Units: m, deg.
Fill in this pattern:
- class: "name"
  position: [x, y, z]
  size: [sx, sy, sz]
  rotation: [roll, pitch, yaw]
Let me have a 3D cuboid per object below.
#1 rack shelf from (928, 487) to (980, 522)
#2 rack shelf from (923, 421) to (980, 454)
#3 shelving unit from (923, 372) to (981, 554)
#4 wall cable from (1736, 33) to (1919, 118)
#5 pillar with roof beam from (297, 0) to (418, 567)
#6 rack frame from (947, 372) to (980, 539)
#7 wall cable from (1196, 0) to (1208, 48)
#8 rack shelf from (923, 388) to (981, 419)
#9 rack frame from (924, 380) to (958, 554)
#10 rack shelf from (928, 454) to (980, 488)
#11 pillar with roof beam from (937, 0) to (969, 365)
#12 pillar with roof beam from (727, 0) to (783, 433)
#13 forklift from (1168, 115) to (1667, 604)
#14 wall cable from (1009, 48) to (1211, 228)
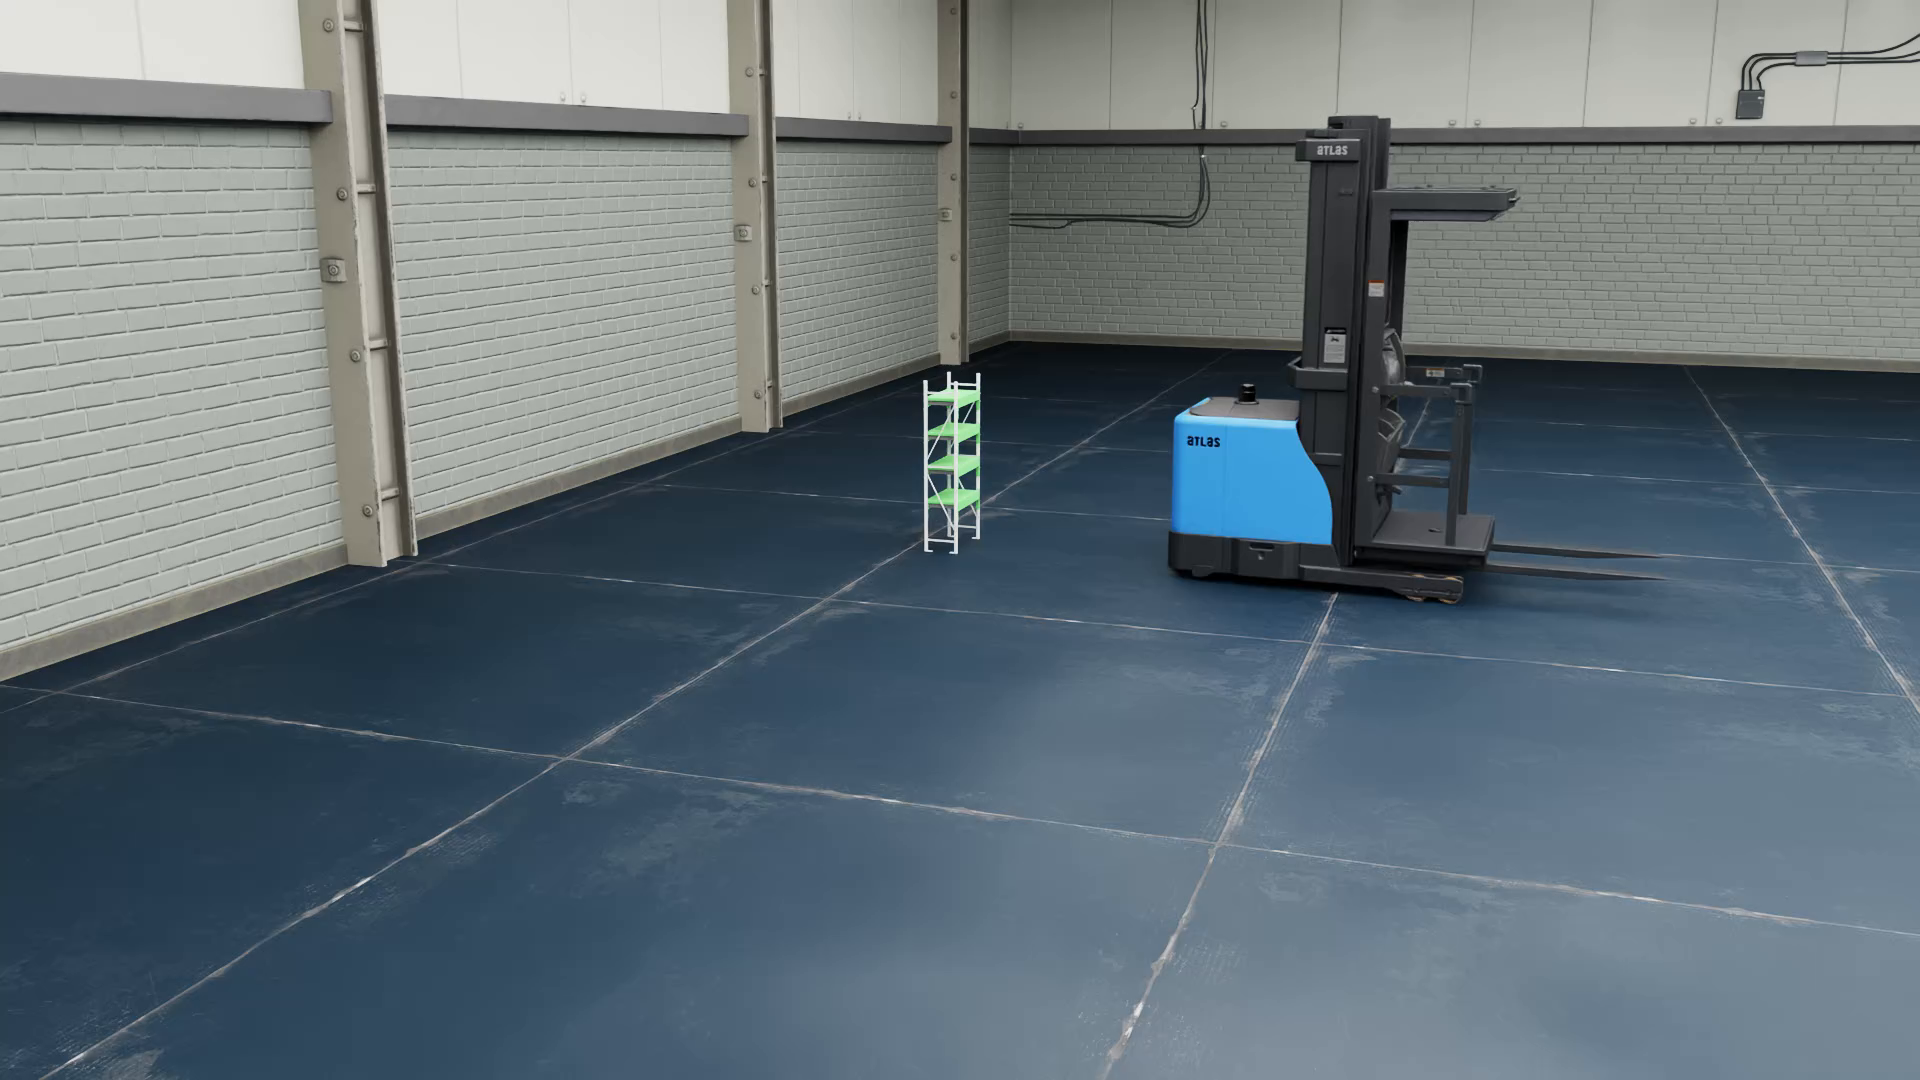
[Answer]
- class: "rack shelf"
  position: [-0.054, -0.254, 11.769]
  size: [0.258, 0.148, 0.480]
  rotation: [4, 14, 18]
- class: "rack shelf"
  position: [-0.054, -0.722, 11.662]
  size: [0.258, 0.148, 0.480]
  rotation: [4, 14, 18]
- class: "shelving unit"
  position: [-0.054, -0.550, 11.702]
  size: [0.258, 1.200, 0.503]
  rotation: [4, 14, 18]
- class: "wall cable"
  position: [11.095, -8.280, 20.400]
  size: [2.305, 6.003, 0.169]
  rotation: [4, 14, 18]
- class: "pillar with roof beam"
  position: [0.103, -3.947, 9.059]
  size: [9.100, 9.000, 0.400]
  rotation: [4, 14, 18]
- class: "rack frame"
  position: [0.025, -0.601, 11.927]
  size: [0.240, 1.200, 0.015]
  rotation: [4, 14, 18]
- class: "wall cable"
  position: [4.677, -8.062, 22.717]
  size: [3.097, 2.526, 0.112]
  rotation: [4, 14, 18]
- class: "rack shelf"
  position: [-0.054, -0.956, 11.609]
  size: [0.258, 0.148, 0.480]
  rotation: [4, 14, 18]
- class: "rack frame"
  position: [-0.132, -0.499, 11.477]
  size: [0.240, 1.200, 0.015]
  rotation: [4, 14, 18]
- class: "rack shelf"
  position: [-0.054, -0.488, 11.716]
  size: [0.258, 0.148, 0.480]
  rotation: [4, 14, 18]
- class: "pillar with roof beam"
  position: [3.986, -6.474, 20.129]
  size: [9.100, 9.000, 0.400]
  rotation: [4, 14, 18]
- class: "pillar with roof beam"
  position: [2.045, -5.211, 14.594]
  size: [9.100, 9.000, 0.400]
  rotation: [4, 14, 18]
- class: "forklift"
  position: [2.937, -1.167, 10.516]
  size: [3.031, 2.935, 1.130]
  rotation: [5, 14, 20]
- class: "wall cable"
  position: [2.117, -5.795, 24.133]
  size: [3.097, 2.526, 0.112]
  rotation: [4, 14, 18]
